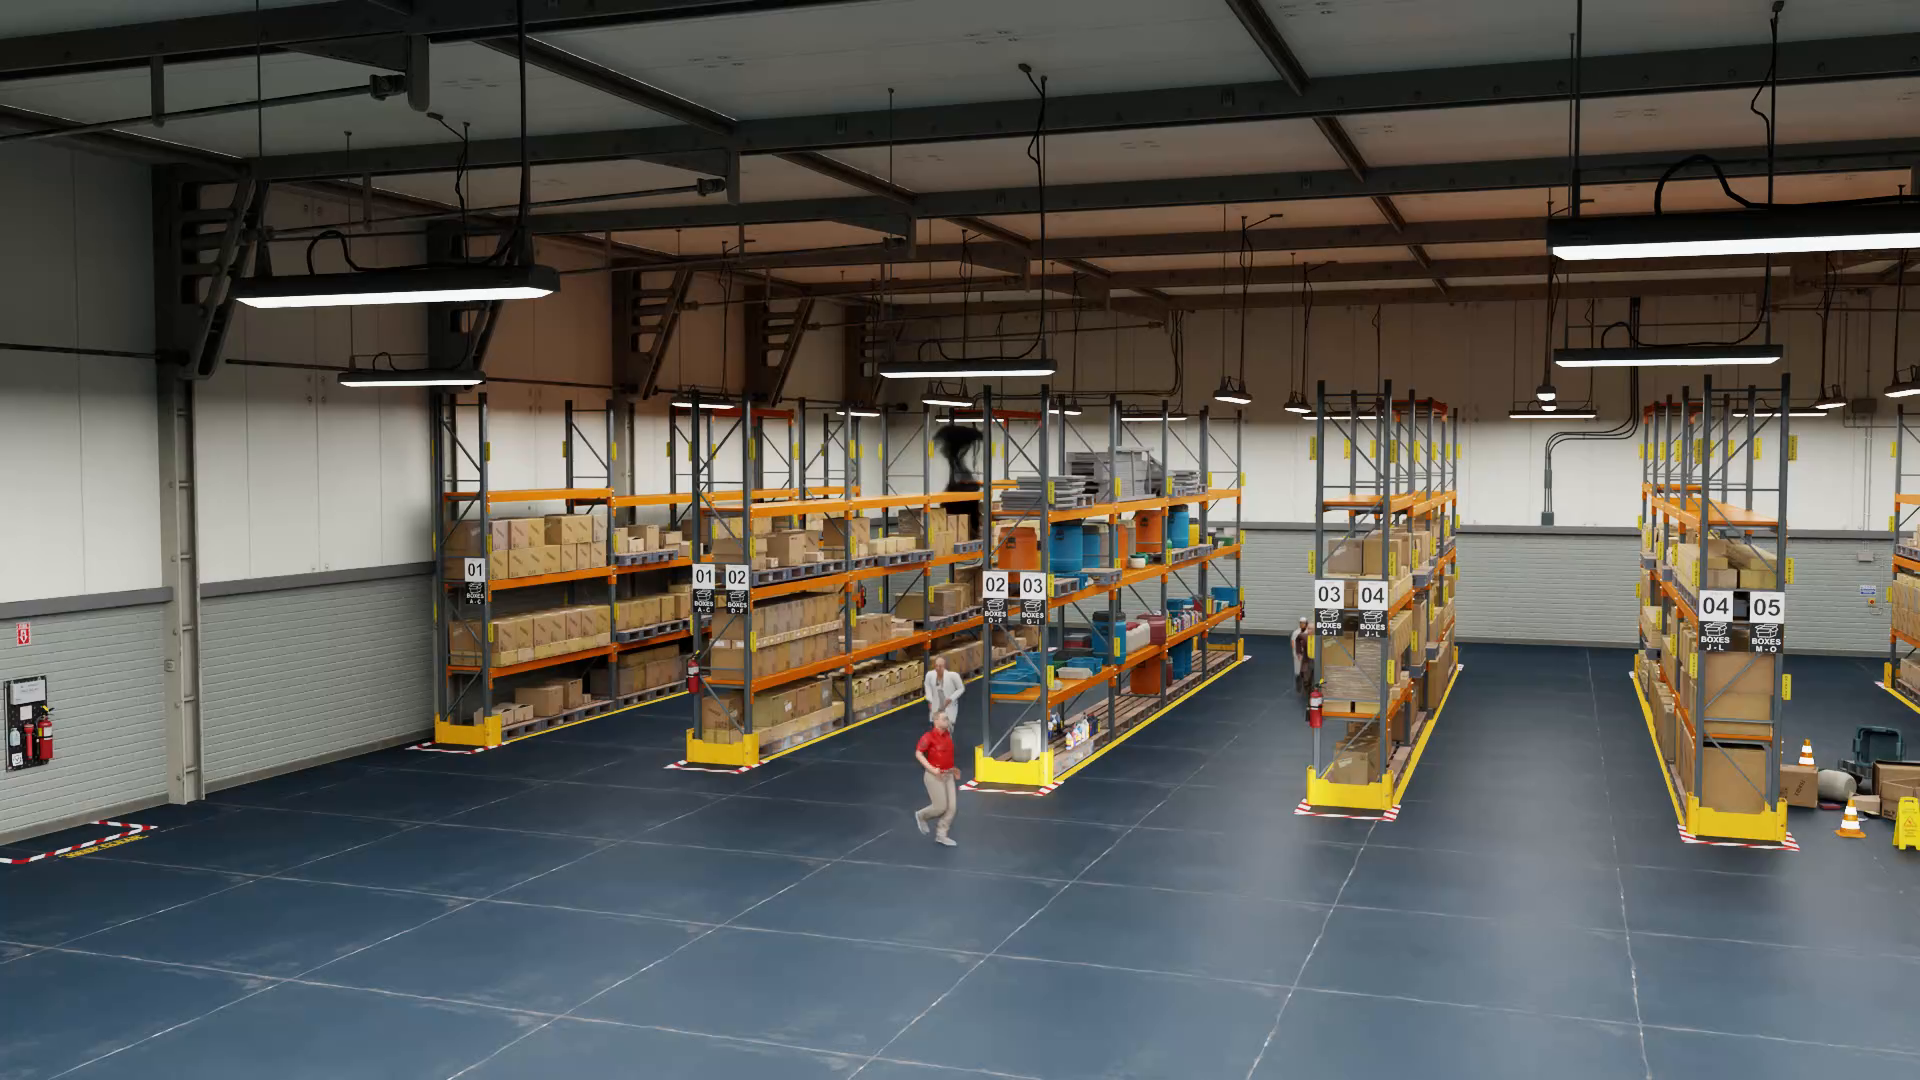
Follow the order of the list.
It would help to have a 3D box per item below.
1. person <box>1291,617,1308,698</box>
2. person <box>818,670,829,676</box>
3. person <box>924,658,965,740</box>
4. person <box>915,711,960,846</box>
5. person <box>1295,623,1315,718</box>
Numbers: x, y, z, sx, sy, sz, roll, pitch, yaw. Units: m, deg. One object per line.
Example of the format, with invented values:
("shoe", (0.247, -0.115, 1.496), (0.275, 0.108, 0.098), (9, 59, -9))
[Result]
("person", (6.963, 2.392, 33.677), (0.580, 1.658, 0.638), (1, 3, 18))
("person", (-2.899, 2.353, 34.595), (0.575, 1.605, 0.561), (1, 3, 14))
("person", (-0.239, 2.734, 26.945), (0.706, 1.717, 0.805), (1, 3, 14))
("person", (-0.304, 3.035, 21.243), (0.607, 1.704, 0.658), (2, 4, 39))
("person", (6.744, 2.448, 31.736), (0.702, 1.801, 1.054), (1, 3, 16))
